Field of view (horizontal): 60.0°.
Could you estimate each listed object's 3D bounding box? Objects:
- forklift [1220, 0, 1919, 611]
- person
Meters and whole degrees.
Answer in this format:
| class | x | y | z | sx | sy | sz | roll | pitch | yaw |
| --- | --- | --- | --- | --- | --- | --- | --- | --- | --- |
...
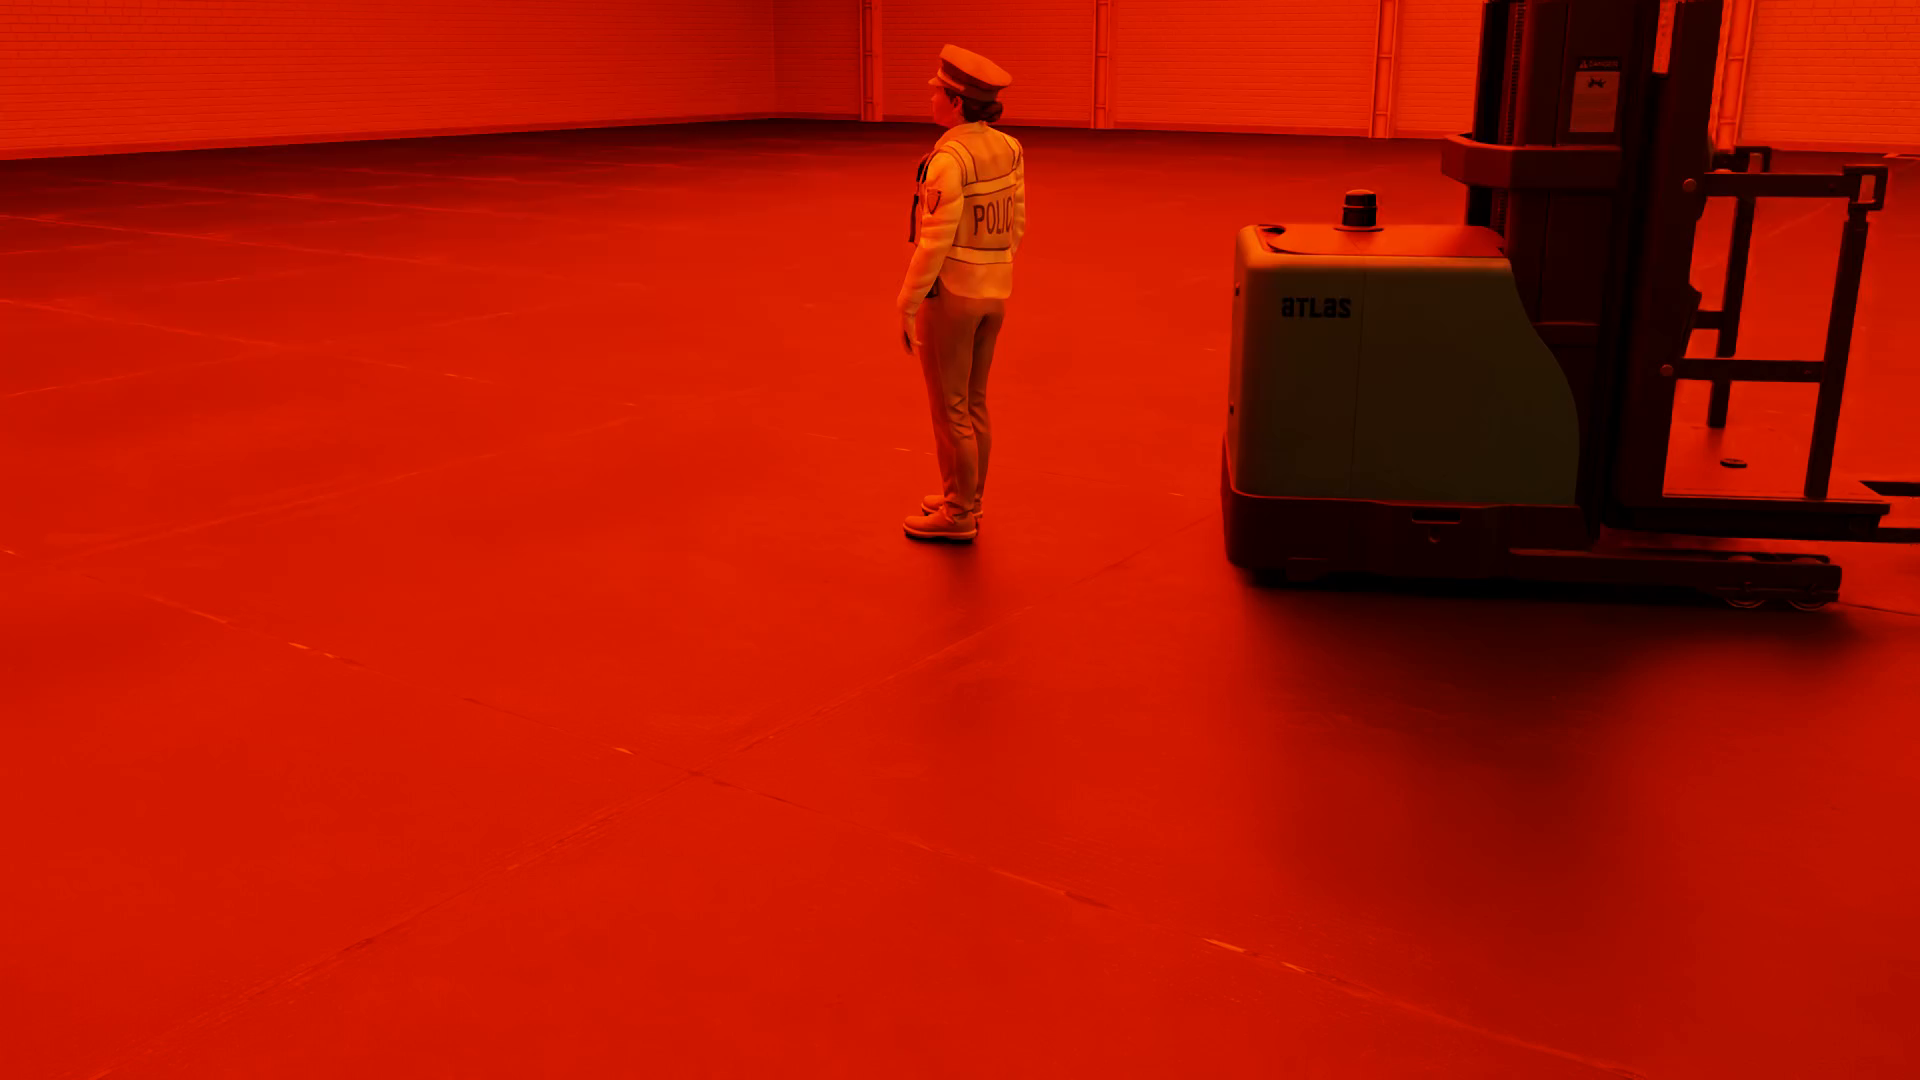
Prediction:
| class | x | y | z | sx | sy | sz | roll | pitch | yaw |
| --- | --- | --- | --- | --- | --- | --- | --- | --- | --- |
| forklift | 2.440 | -1.343 | 5.323 | 3.031 | 2.935 | 1.130 | 2 | 17 | 7 |
| person | -0.053 | -0.831 | 5.747 | 0.530 | 1.694 | 0.587 | 11 | 20 | 33 |
